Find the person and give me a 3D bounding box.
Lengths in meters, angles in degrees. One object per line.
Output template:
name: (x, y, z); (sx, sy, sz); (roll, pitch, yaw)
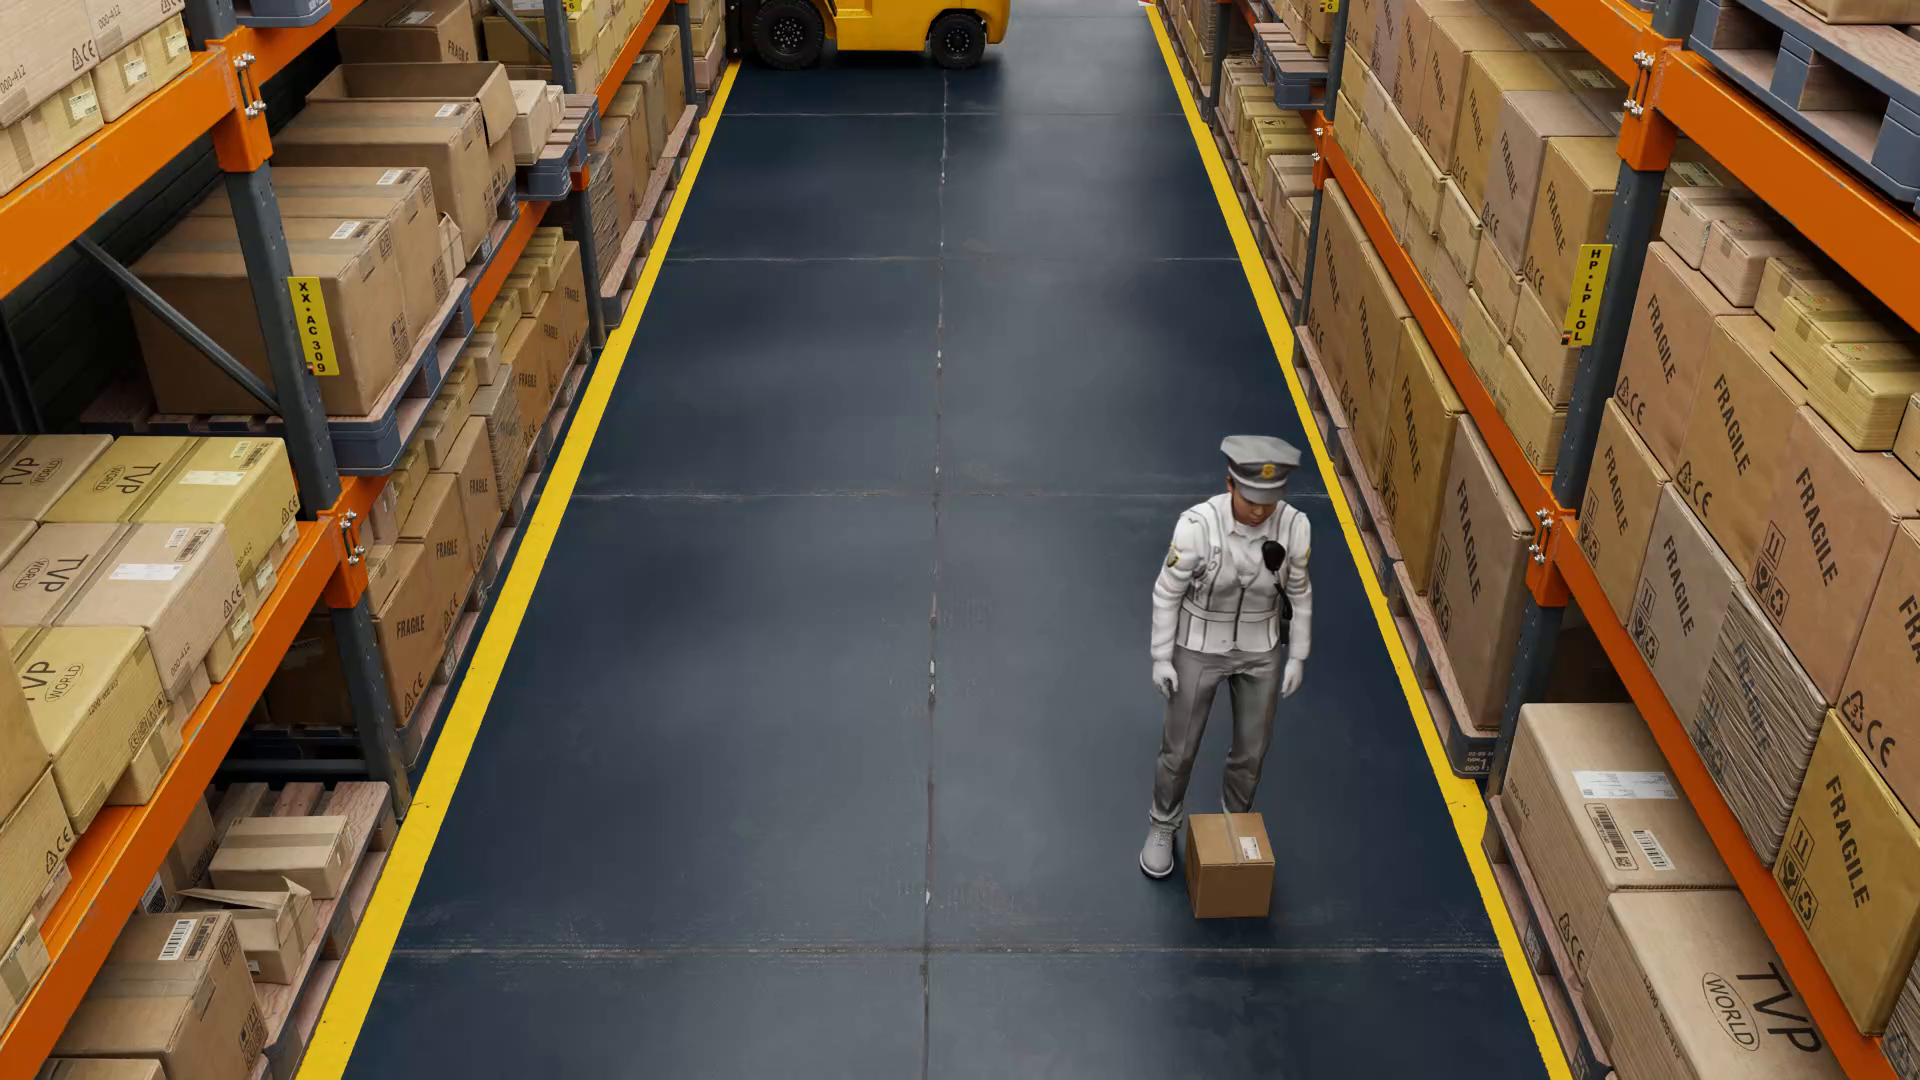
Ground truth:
person: (0.891, 0.386, 5.507); (0.529, 1.664, 0.374); (-1, 32, -1)
